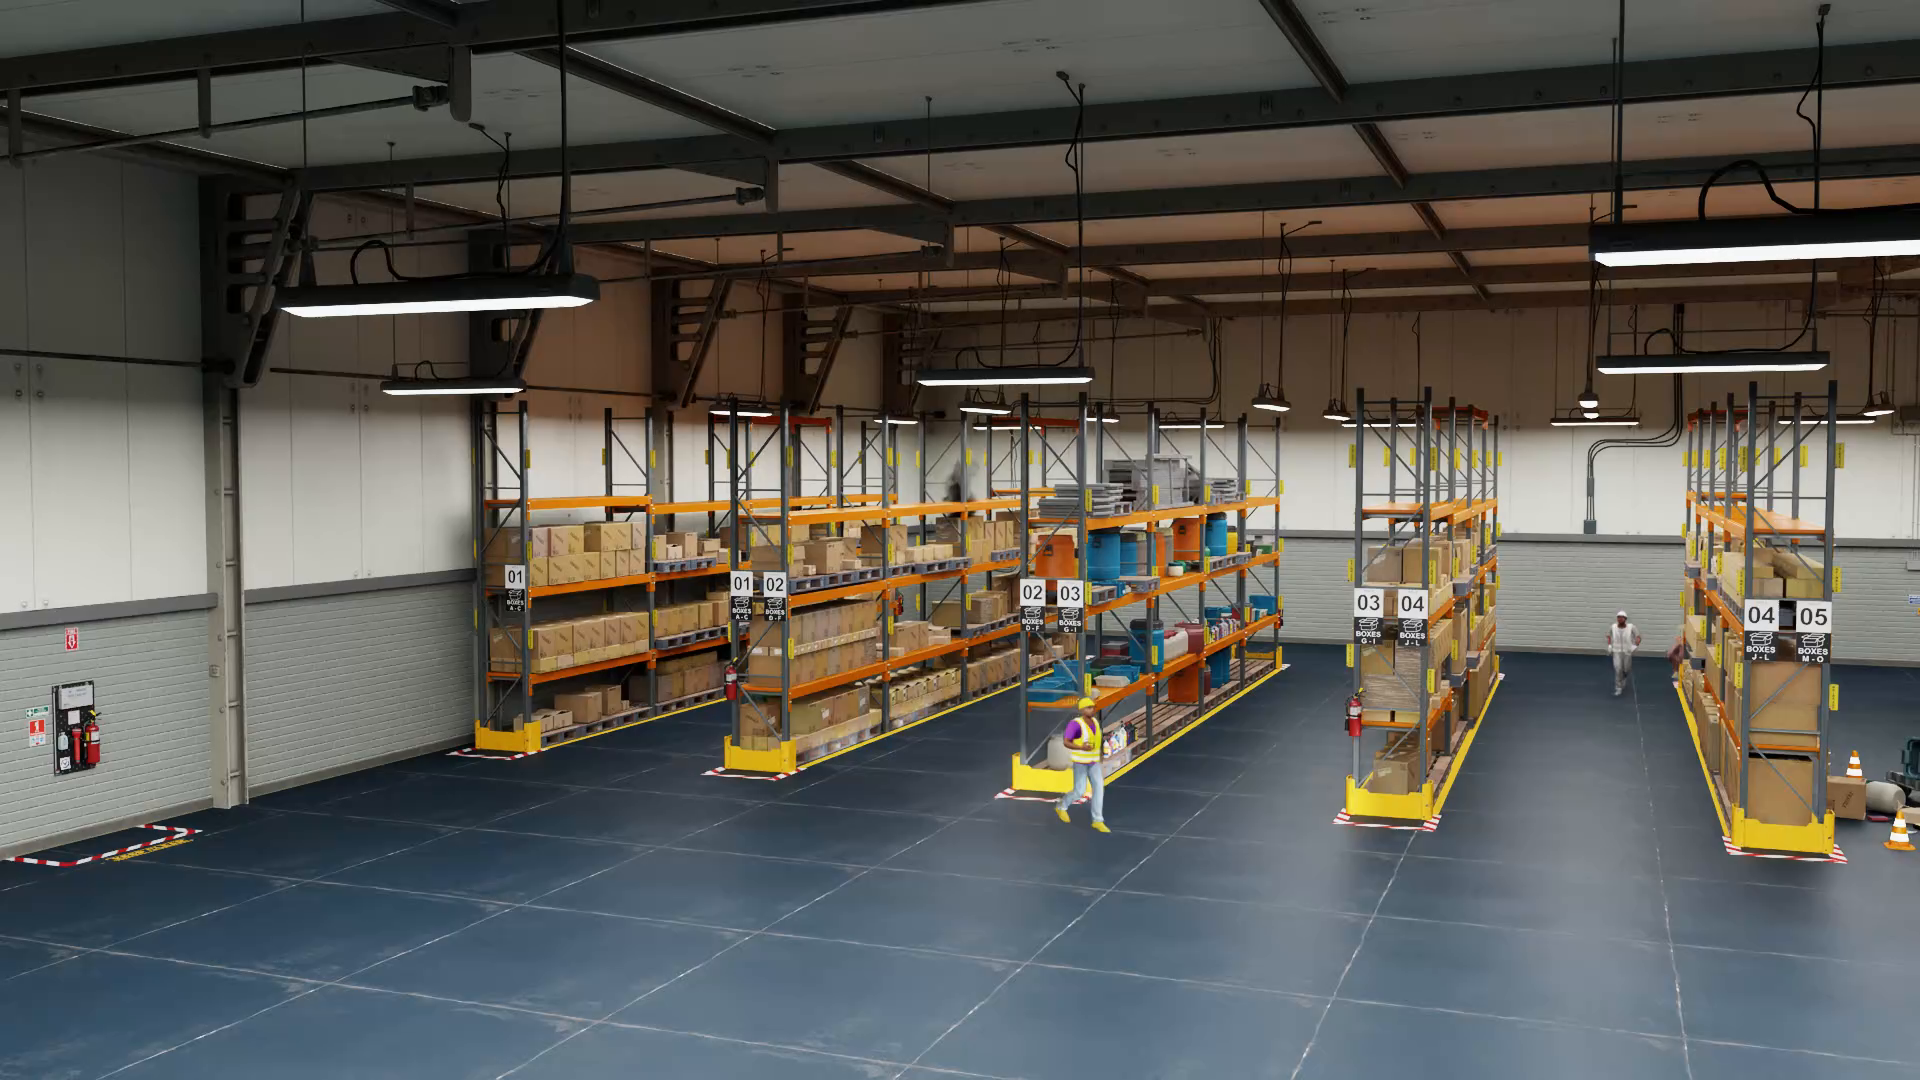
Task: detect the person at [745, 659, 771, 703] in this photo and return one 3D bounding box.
[{"bbox_3d":[-3.704,2.606,30.677,0.663,1.836,0.860,1,3,14],"label":"person"}]

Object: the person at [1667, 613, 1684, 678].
[{"bbox_3d":[16.314,2.362,37.534,0.558,1.629,0.595,0,3,2],"label":"person"}]

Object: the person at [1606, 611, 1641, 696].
[{"bbox_3d":[14.153,2.405,35.483,0.691,1.786,0.766,1,3,26],"label":"person"}]

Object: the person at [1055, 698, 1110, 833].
[{"bbox_3d":[1.684,3.023,22.498,0.706,1.784,0.874,-2,4,-38],"label":"person"}]
